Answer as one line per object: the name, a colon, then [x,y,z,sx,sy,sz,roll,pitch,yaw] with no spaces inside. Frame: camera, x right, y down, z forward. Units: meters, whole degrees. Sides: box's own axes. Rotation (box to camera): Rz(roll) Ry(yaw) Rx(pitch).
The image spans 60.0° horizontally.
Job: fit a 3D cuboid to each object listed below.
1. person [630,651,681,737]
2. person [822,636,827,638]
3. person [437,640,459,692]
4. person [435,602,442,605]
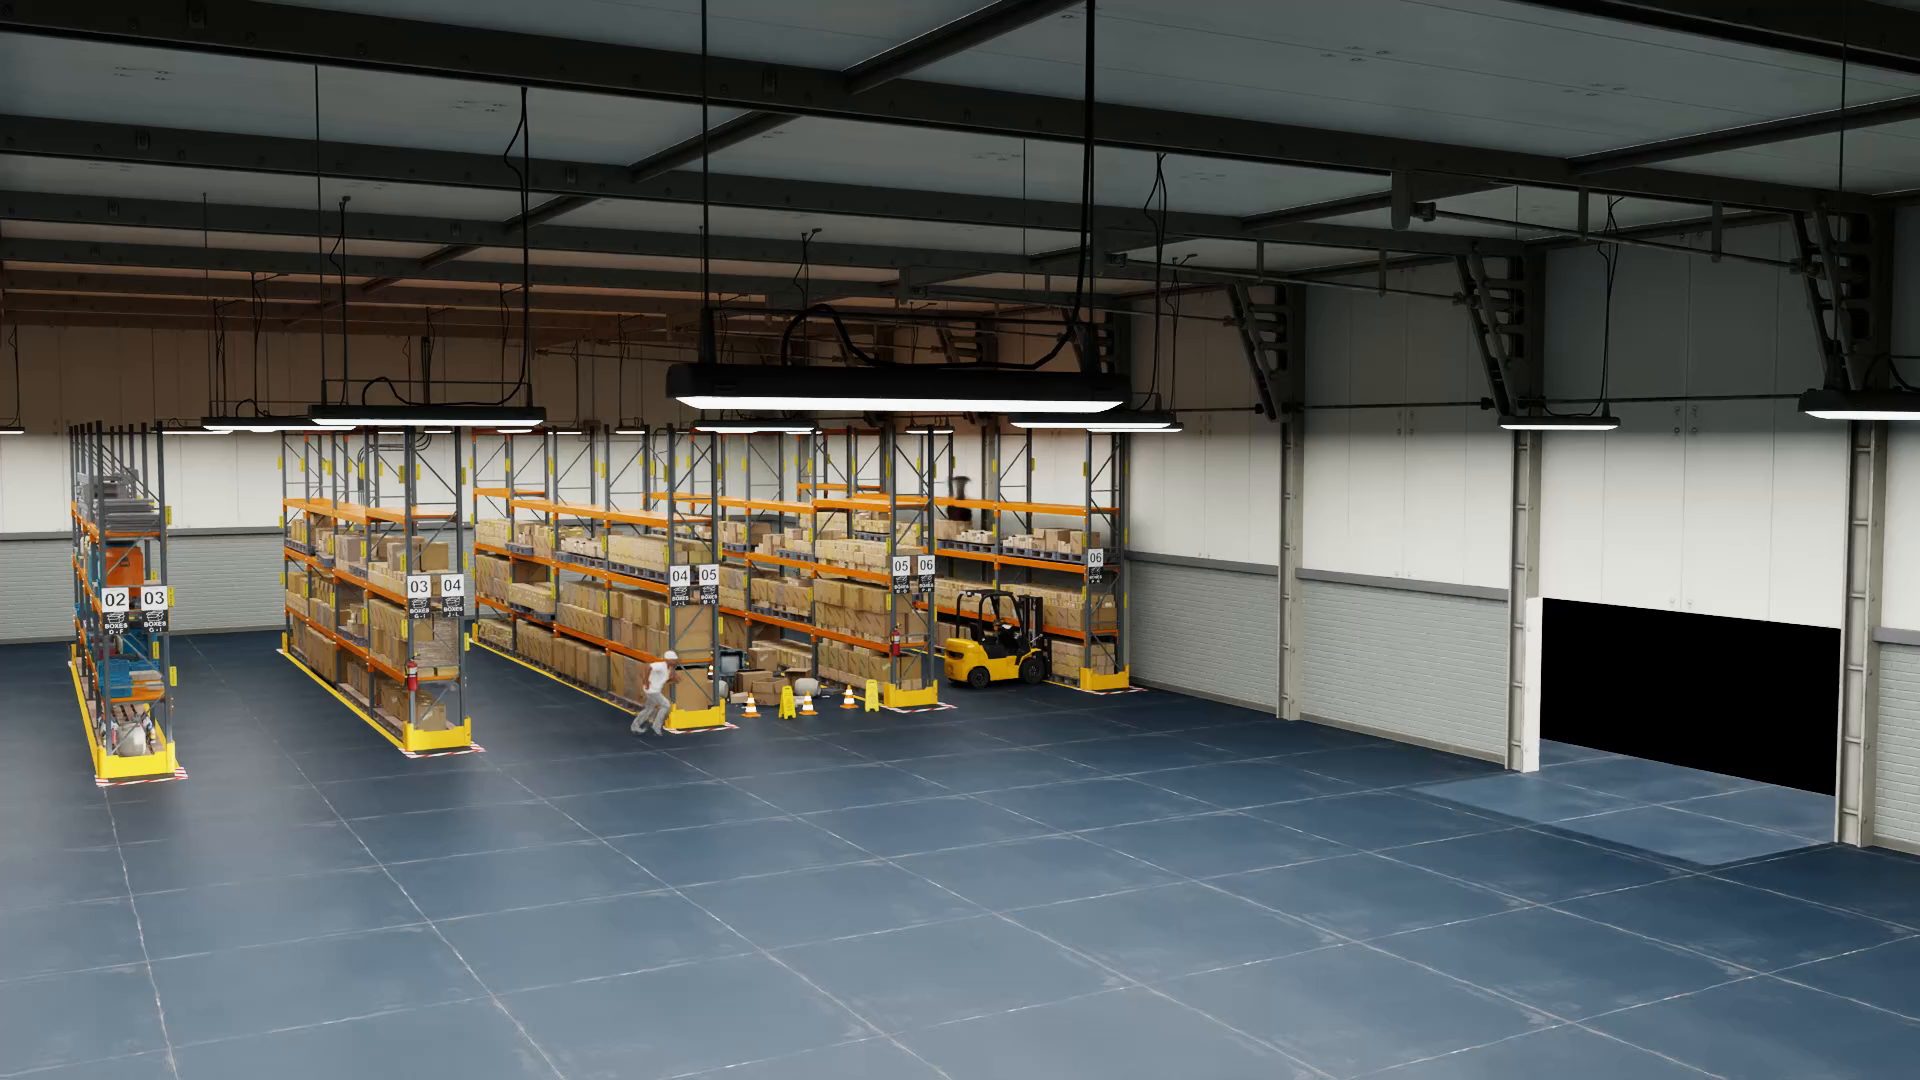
person: [-5.853,2.958,31.822,0.969,1.672,0.752,0,4,5]
person: [-3.545,2.274,43.822,0.533,1.337,0.919,-1,4,-13]
person: [-11.672,2.556,37.818,0.691,1.732,1.039,-3,5,-40]
person: [-14.669,2.011,47.011,0.725,1.632,0.788,-2,4,-24]
